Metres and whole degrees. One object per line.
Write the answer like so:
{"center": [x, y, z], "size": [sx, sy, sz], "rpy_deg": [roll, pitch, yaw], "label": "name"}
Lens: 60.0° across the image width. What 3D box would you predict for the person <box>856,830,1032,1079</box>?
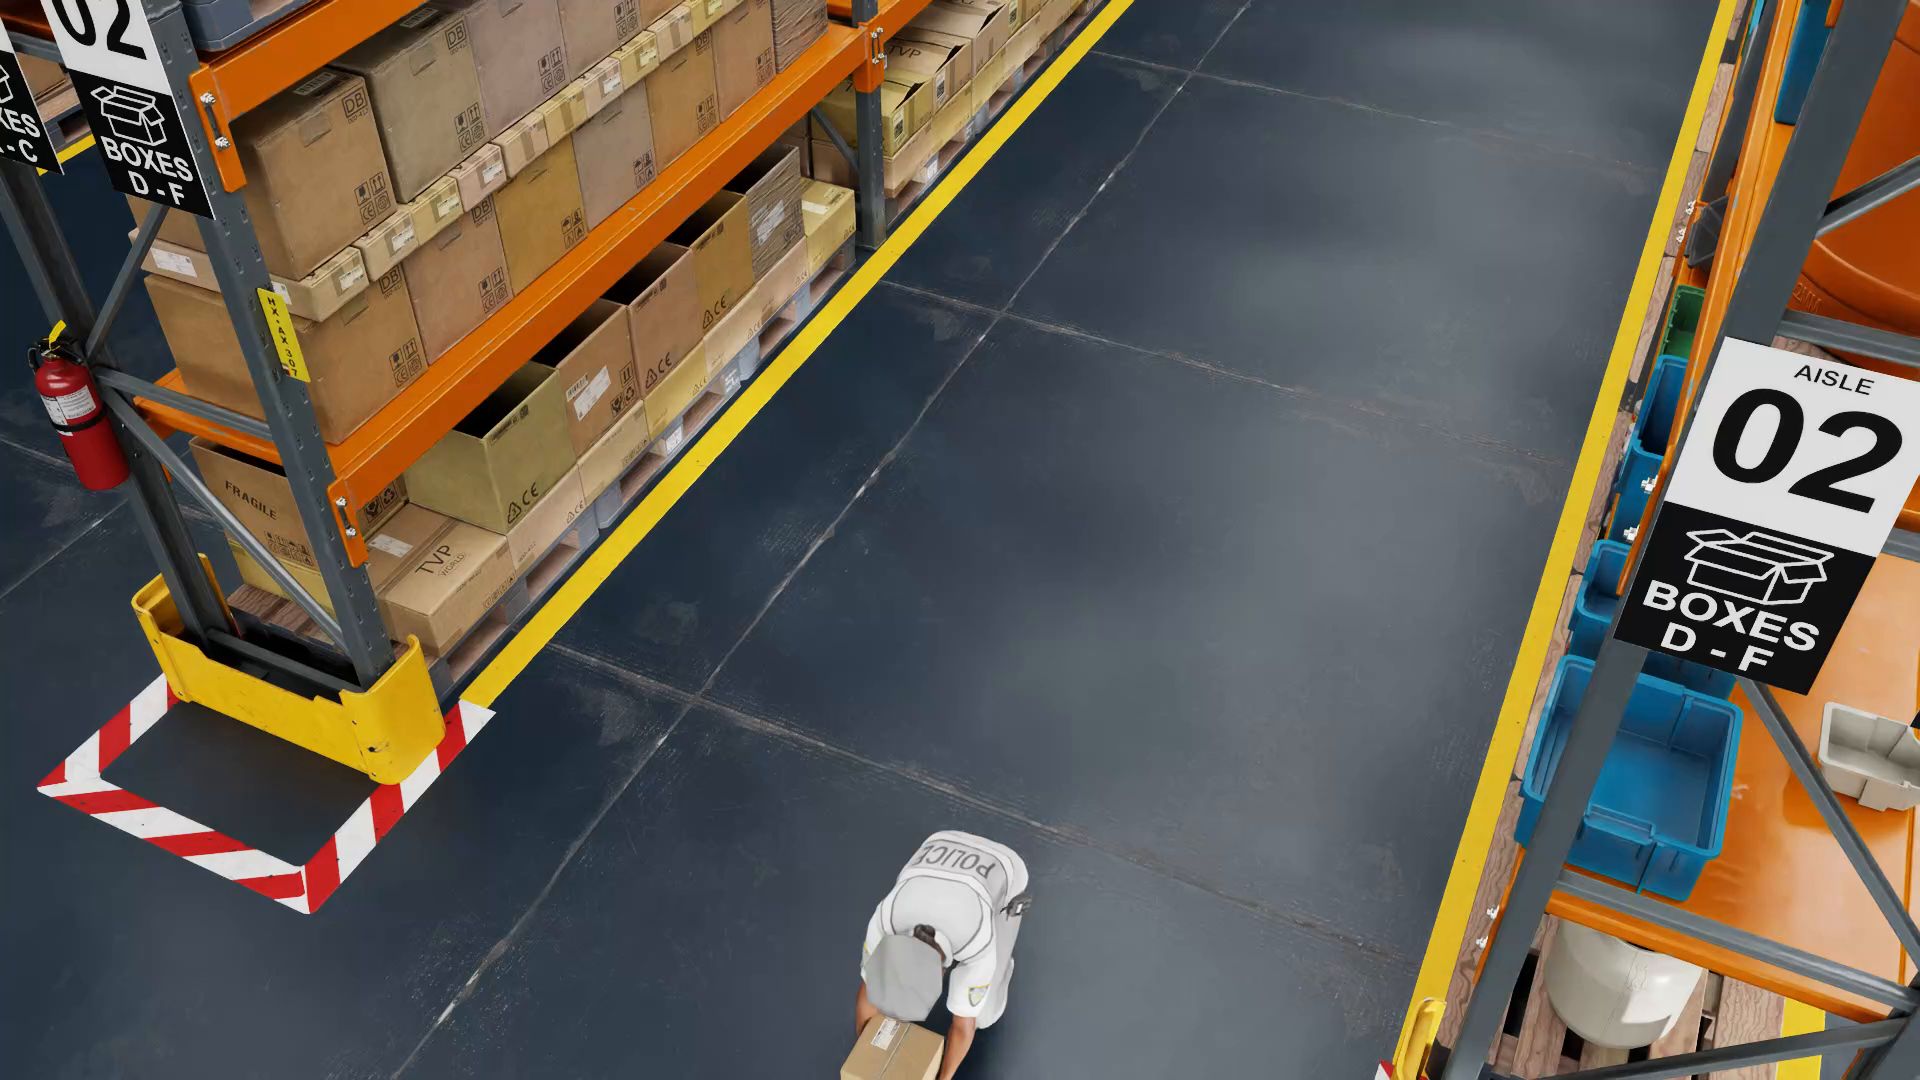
{"center": [-0.067, 1.317, 5.355], "size": [0.470, 0.850, 0.871], "rpy_deg": [17, 45, 18], "label": "person"}
